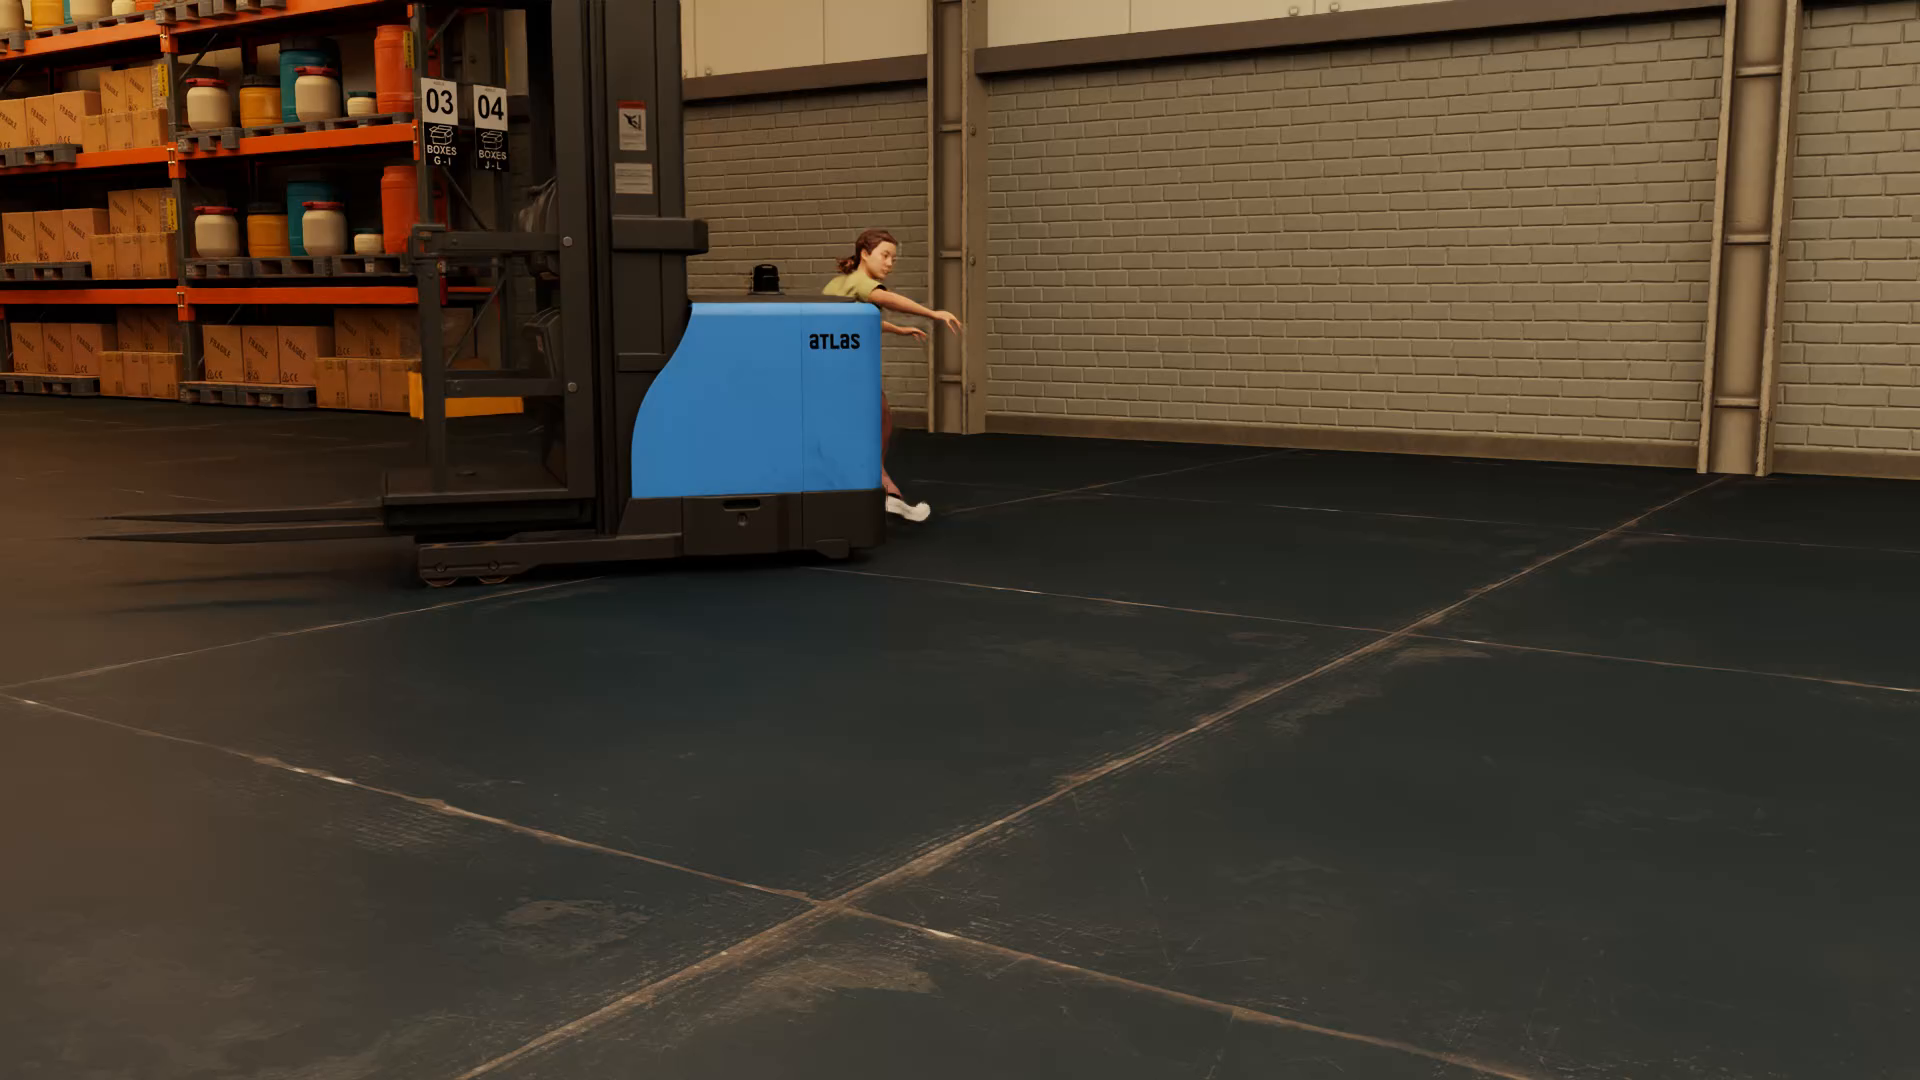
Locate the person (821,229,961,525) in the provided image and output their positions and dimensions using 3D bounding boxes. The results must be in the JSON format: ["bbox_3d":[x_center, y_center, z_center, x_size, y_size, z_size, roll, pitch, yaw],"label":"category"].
[{"bbox_3d":[-0.324,-0.786,8.160,0.829,1.465,1.035,5,9,30],"label":"person"}]

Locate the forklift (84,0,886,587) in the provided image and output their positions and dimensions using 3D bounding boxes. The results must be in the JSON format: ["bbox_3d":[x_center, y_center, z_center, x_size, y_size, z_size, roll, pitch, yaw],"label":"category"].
[{"bbox_3d":[-1.886,-1.354,6.717,3.031,2.935,1.130,-3,9,-19],"label":"forklift"}]
